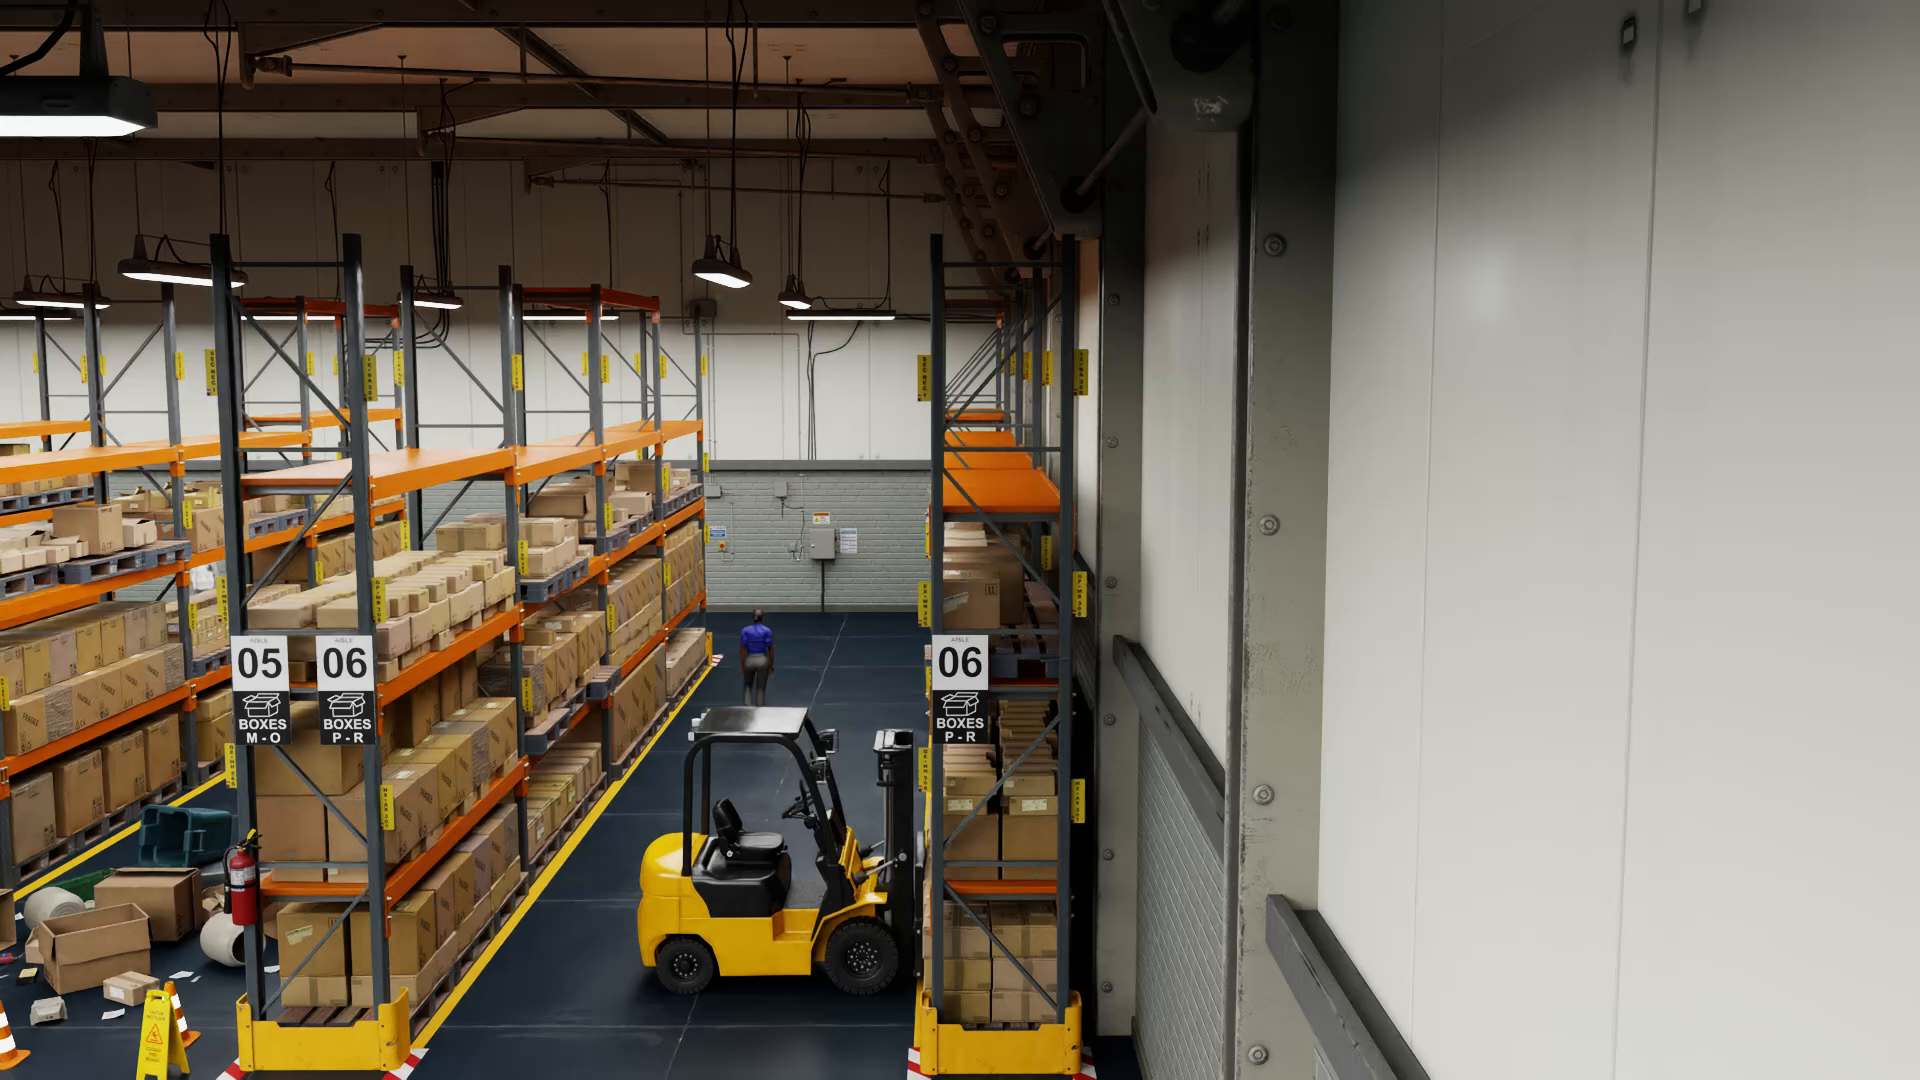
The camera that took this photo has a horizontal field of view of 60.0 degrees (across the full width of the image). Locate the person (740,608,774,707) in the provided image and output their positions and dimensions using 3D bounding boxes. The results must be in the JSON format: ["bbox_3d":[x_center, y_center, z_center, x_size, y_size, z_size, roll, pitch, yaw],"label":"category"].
[{"bbox_3d":[-2.847,1.768,23.334,0.489,1.671,0.423,0,6,1],"label":"person"}]

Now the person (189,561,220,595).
[{"bbox_3d":[-13.993,0.918,30.775,0.599,1.798,0.706,3,7,24],"label":"person"}]
